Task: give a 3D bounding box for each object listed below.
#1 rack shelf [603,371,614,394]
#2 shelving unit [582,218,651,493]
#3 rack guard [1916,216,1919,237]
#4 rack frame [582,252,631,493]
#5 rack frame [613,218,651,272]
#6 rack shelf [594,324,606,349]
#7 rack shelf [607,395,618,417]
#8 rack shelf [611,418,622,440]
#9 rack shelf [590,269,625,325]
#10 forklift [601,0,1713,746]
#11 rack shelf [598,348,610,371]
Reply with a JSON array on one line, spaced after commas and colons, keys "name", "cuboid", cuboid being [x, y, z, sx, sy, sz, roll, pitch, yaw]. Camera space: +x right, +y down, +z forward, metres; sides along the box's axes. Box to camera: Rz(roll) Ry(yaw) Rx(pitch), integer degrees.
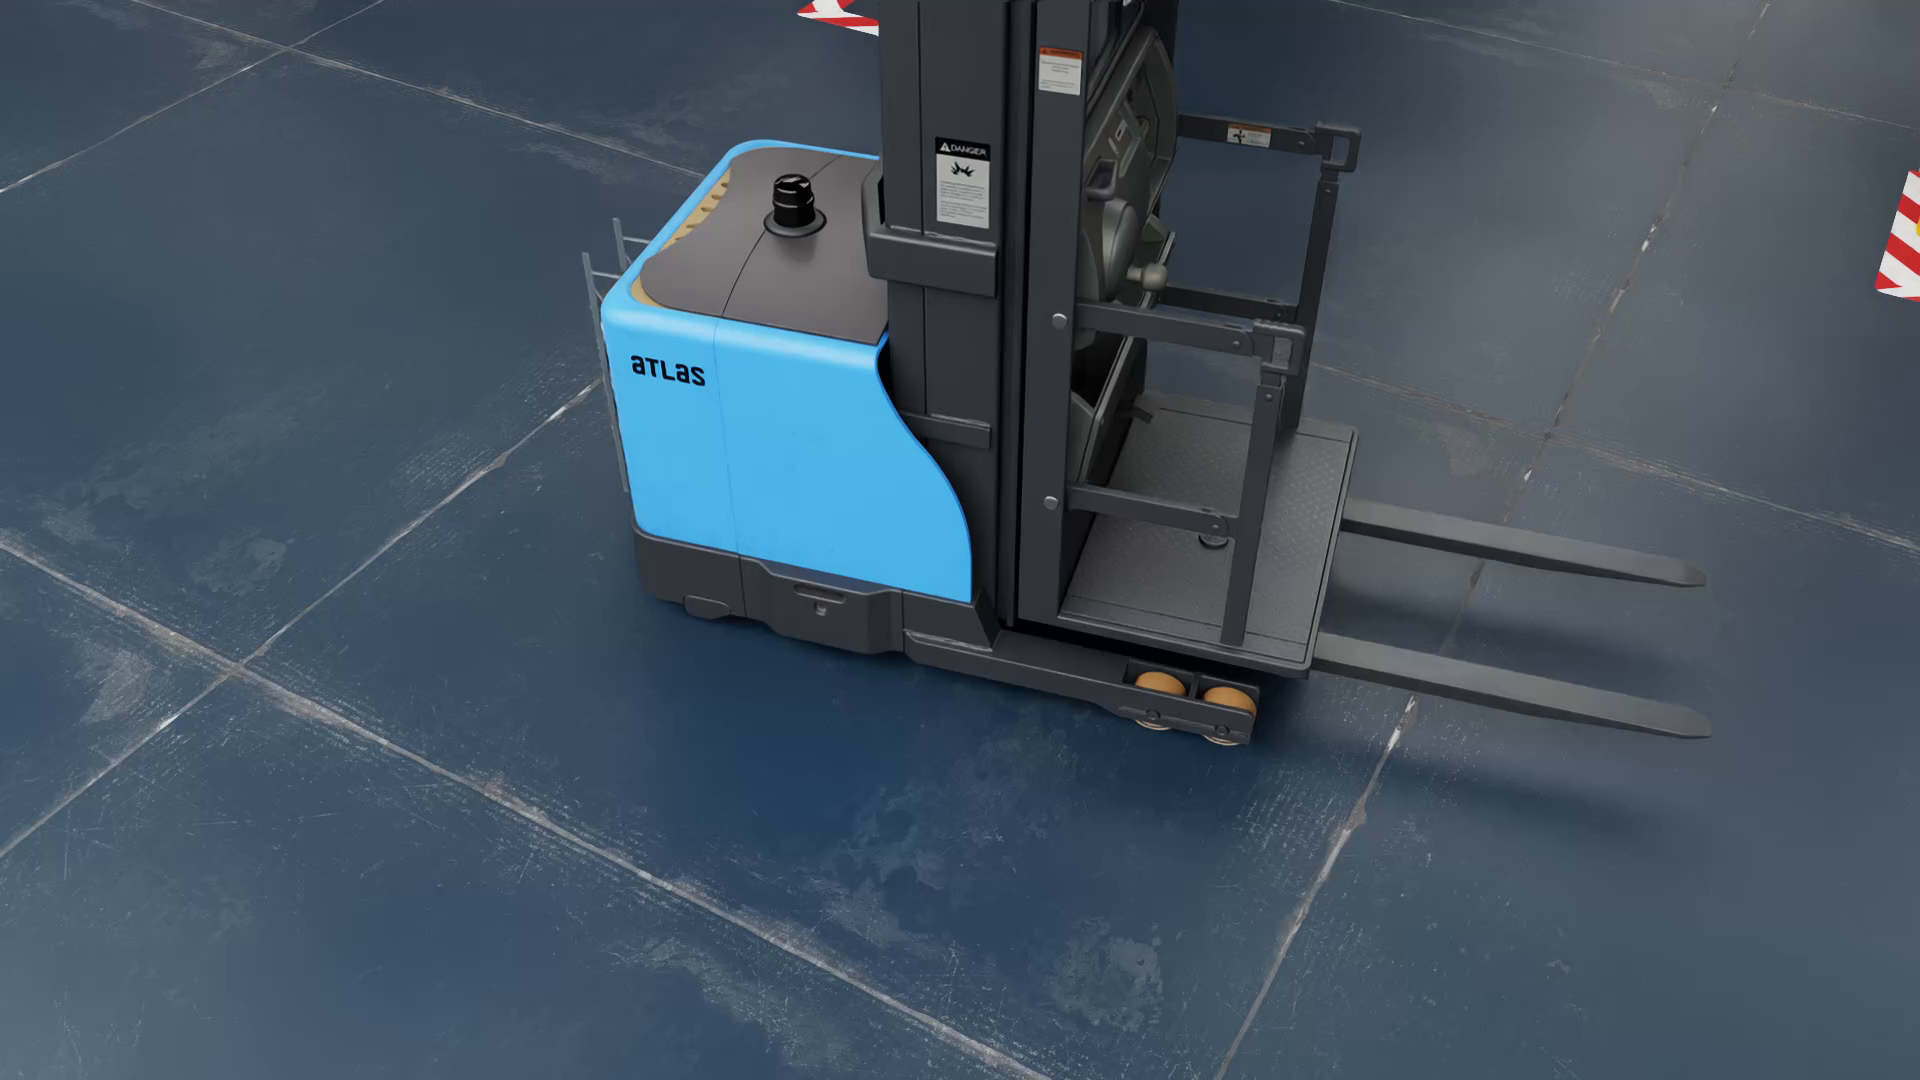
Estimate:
[{"name": "rack shelf", "cuboid": [-0.953, -0.514, 5.202, 0.258, 0.077, 0.200, 11, 43, 13]}, {"name": "shelving unit", "cuboid": [-0.953, -0.539, 5.180, 0.258, 0.900, 0.210, 11, 43, 13]}, {"name": "rack guard", "cuboid": [4.387, -1.292, 6.339, 1.175, 0.500, 0.348, 21, 45, 22]}, {"name": "rack frame", "cuboid": [-0.983, -0.475, 5.107, 0.240, 0.900, 0.006, 11, 43, 13]}, {"name": "rack frame", "cuboid": [-0.923, -0.603, 5.253, 0.240, 0.900, 0.006, 11, 43, 13]}, {"name": "rack shelf", "cuboid": [-0.954, -0.649, 5.084, 0.258, 0.077, 0.200, 11, 43, 13]}, {"name": "rack shelf", "cuboid": [-0.953, -0.446, 5.262, 0.258, 0.077, 0.200, 11, 43, 13]}, {"name": "rack shelf", "cuboid": [-0.953, -0.379, 5.321, 0.258, 0.077, 0.200, 11, 43, 13]}, {"name": "rack shelf", "cuboid": [-0.954, -0.717, 5.024, 0.258, 0.077, 0.200, 11, 43, 13]}, {"name": "forklift", "cuboid": [0.613, -0.926, 4.084, 3.031, 2.935, 1.130, 12, 43, 13]}, {"name": "rack shelf", "cuboid": [-0.953, -0.581, 5.143, 0.258, 0.077, 0.200, 11, 43, 13]}]
